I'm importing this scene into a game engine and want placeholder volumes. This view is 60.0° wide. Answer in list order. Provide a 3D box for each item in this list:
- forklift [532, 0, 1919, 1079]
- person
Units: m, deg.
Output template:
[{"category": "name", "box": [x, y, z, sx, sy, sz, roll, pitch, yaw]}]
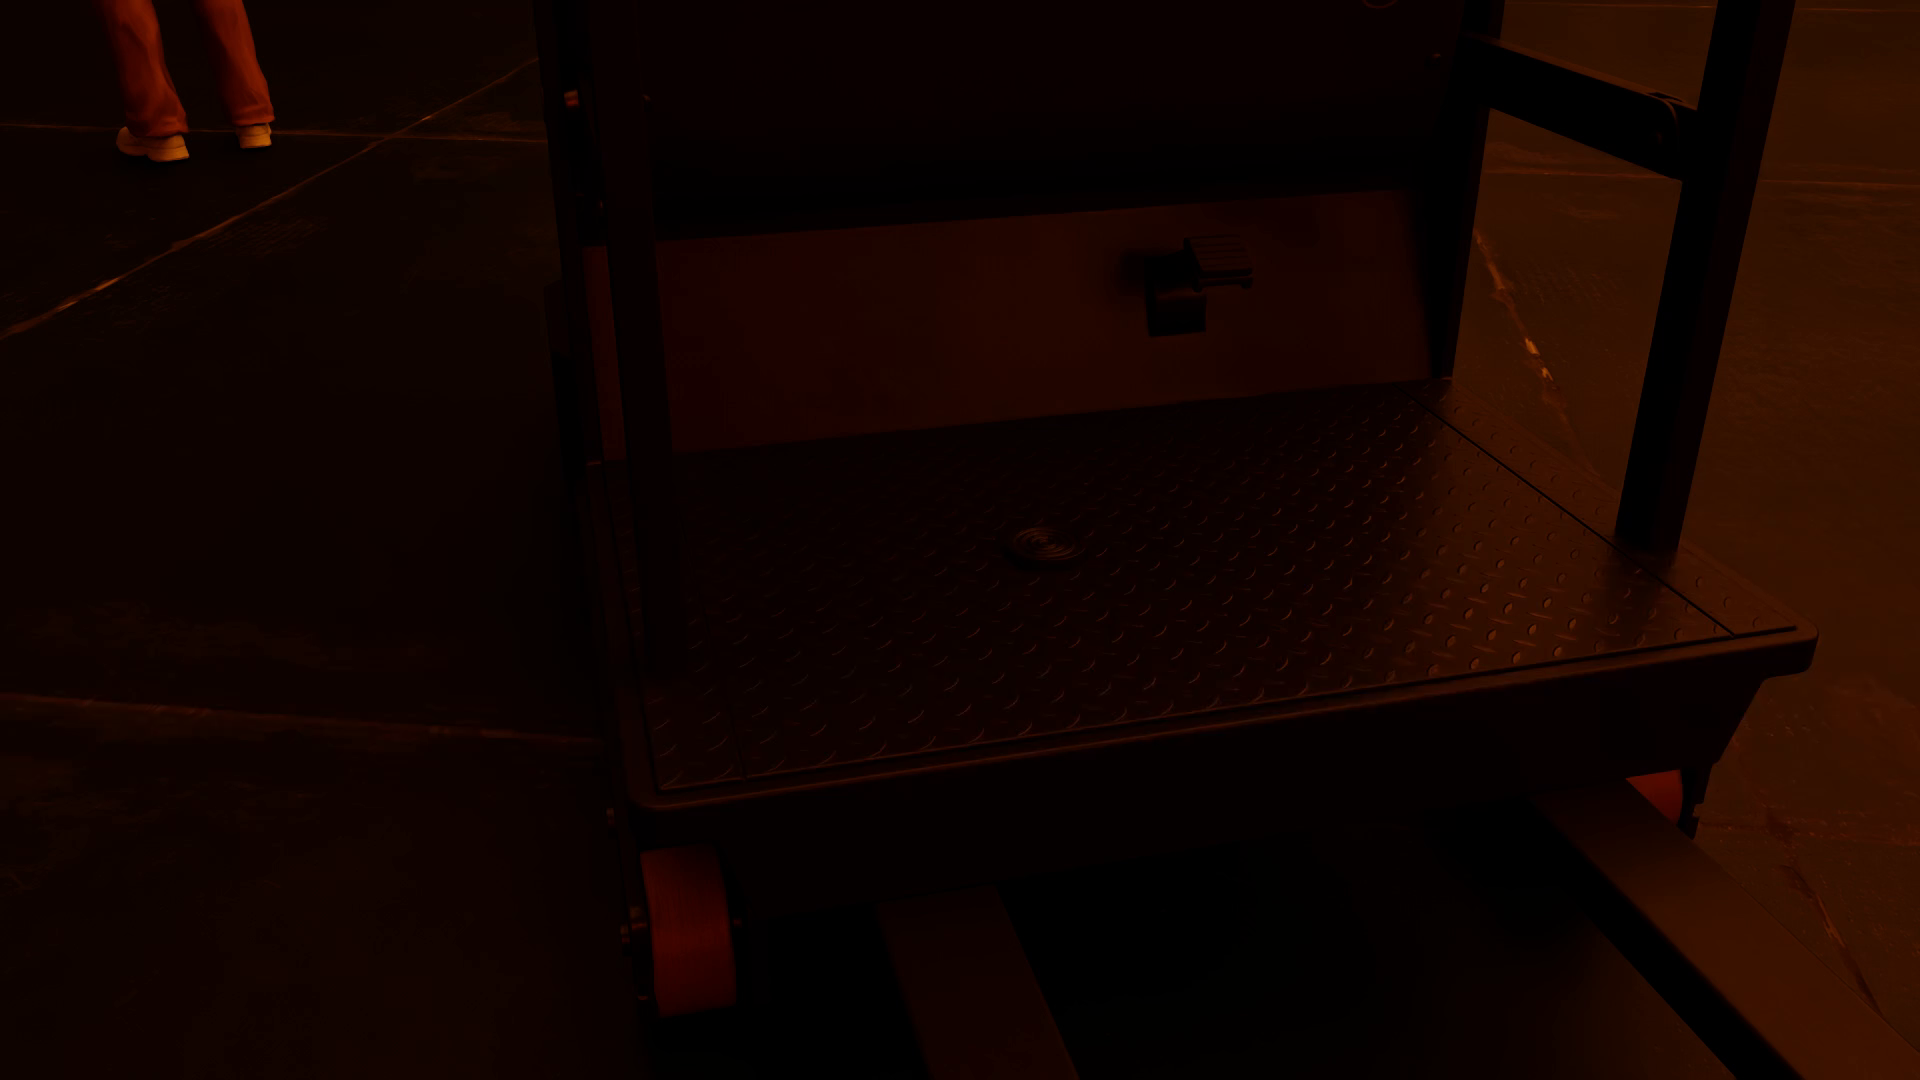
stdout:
[{"category": "forklift", "box": [0.153, -1.049, 1.319, 1.130, 2.935, 3.031, -7, 27, -13]}, {"category": "person", "box": [-2.172, -1.847, 4.330, 0.521, 1.672, 0.360, -23, 34, -38]}]
